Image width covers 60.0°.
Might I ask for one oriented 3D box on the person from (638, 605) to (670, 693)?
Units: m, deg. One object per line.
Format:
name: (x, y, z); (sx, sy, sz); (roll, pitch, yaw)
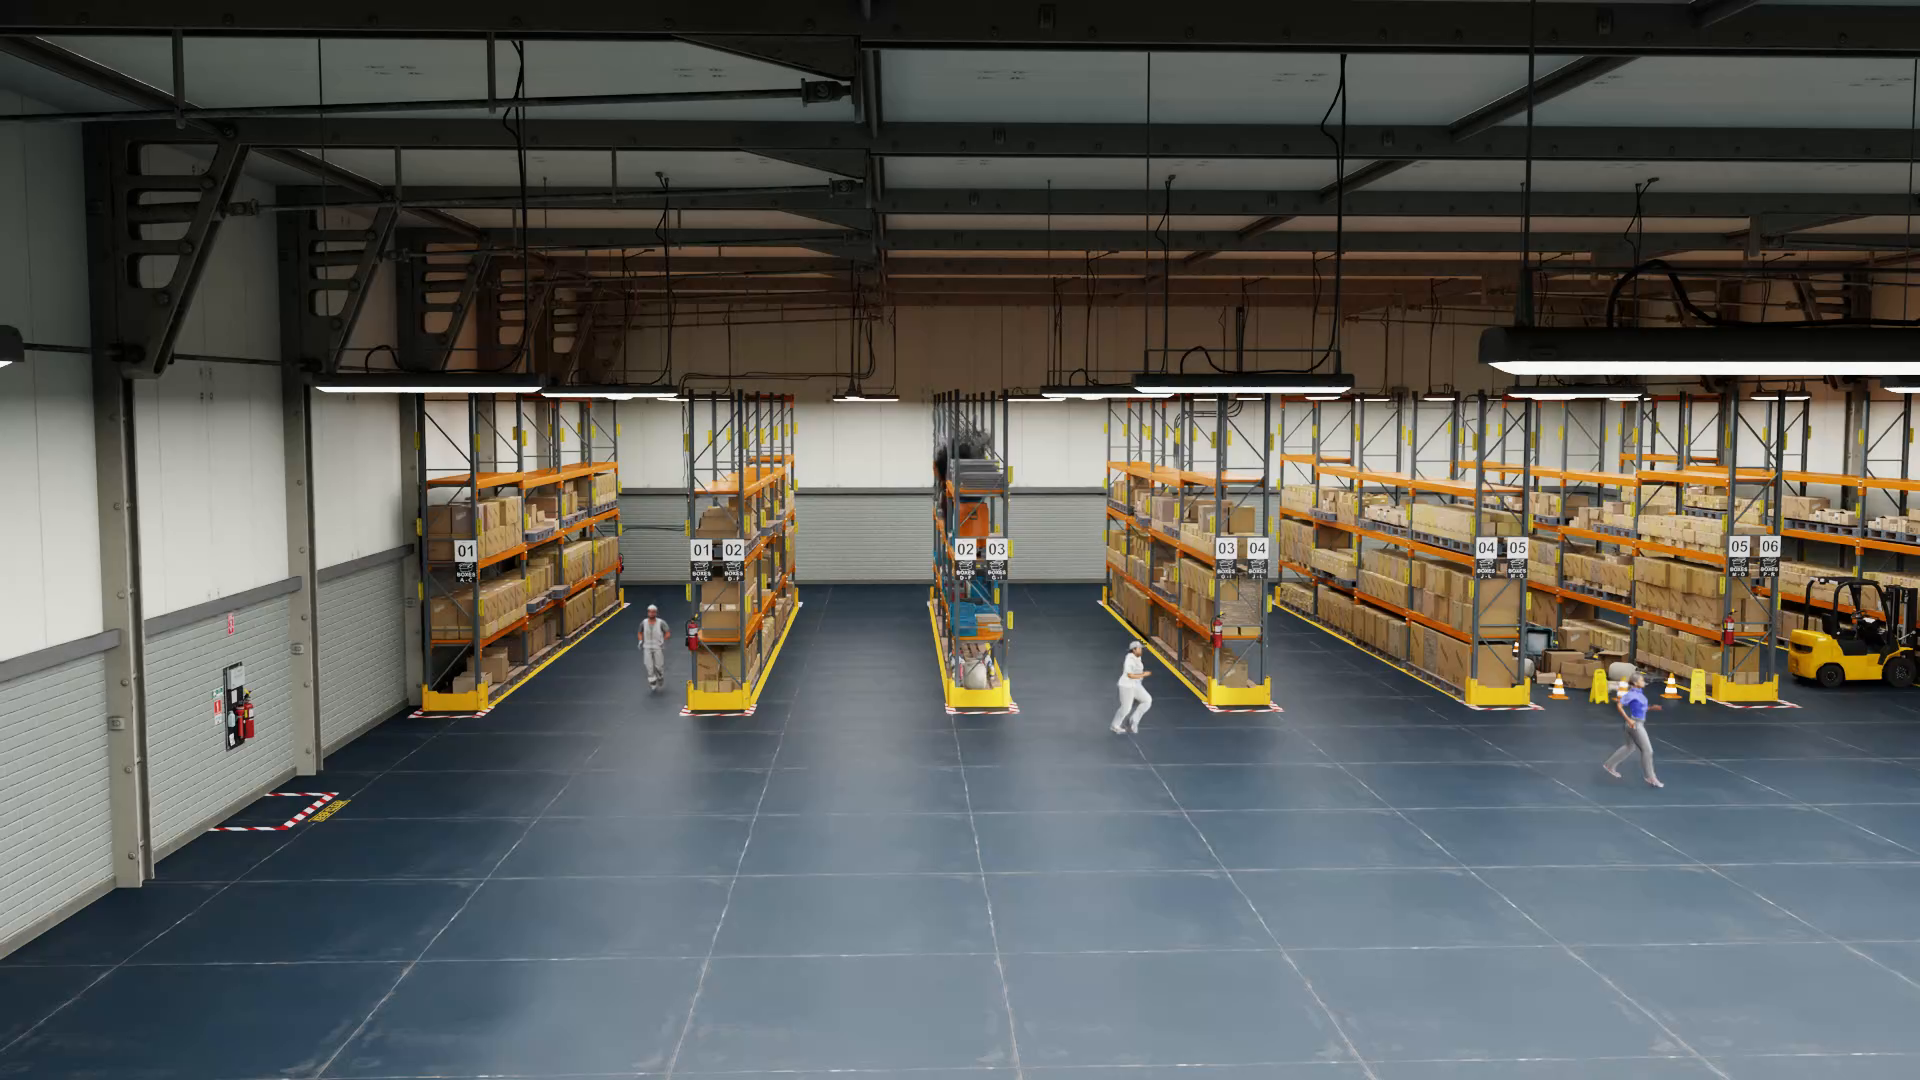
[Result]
person: (-6.093, 2.156, 33.061); (0.643, 1.742, 0.612); (0, 5, 0)

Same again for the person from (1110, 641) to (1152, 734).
person: (2.969, 2.549, 28.748); (0.776, 1.633, 0.633); (2, 5, 26)

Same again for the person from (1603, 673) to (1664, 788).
person: (10.160, 2.845, 25.041); (0.885, 1.669, 0.562); (2, 5, 26)

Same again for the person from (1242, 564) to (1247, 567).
person: (8.023, 1.045, 48.373); (0.677, 1.473, 0.472); (4, 6, 39)
